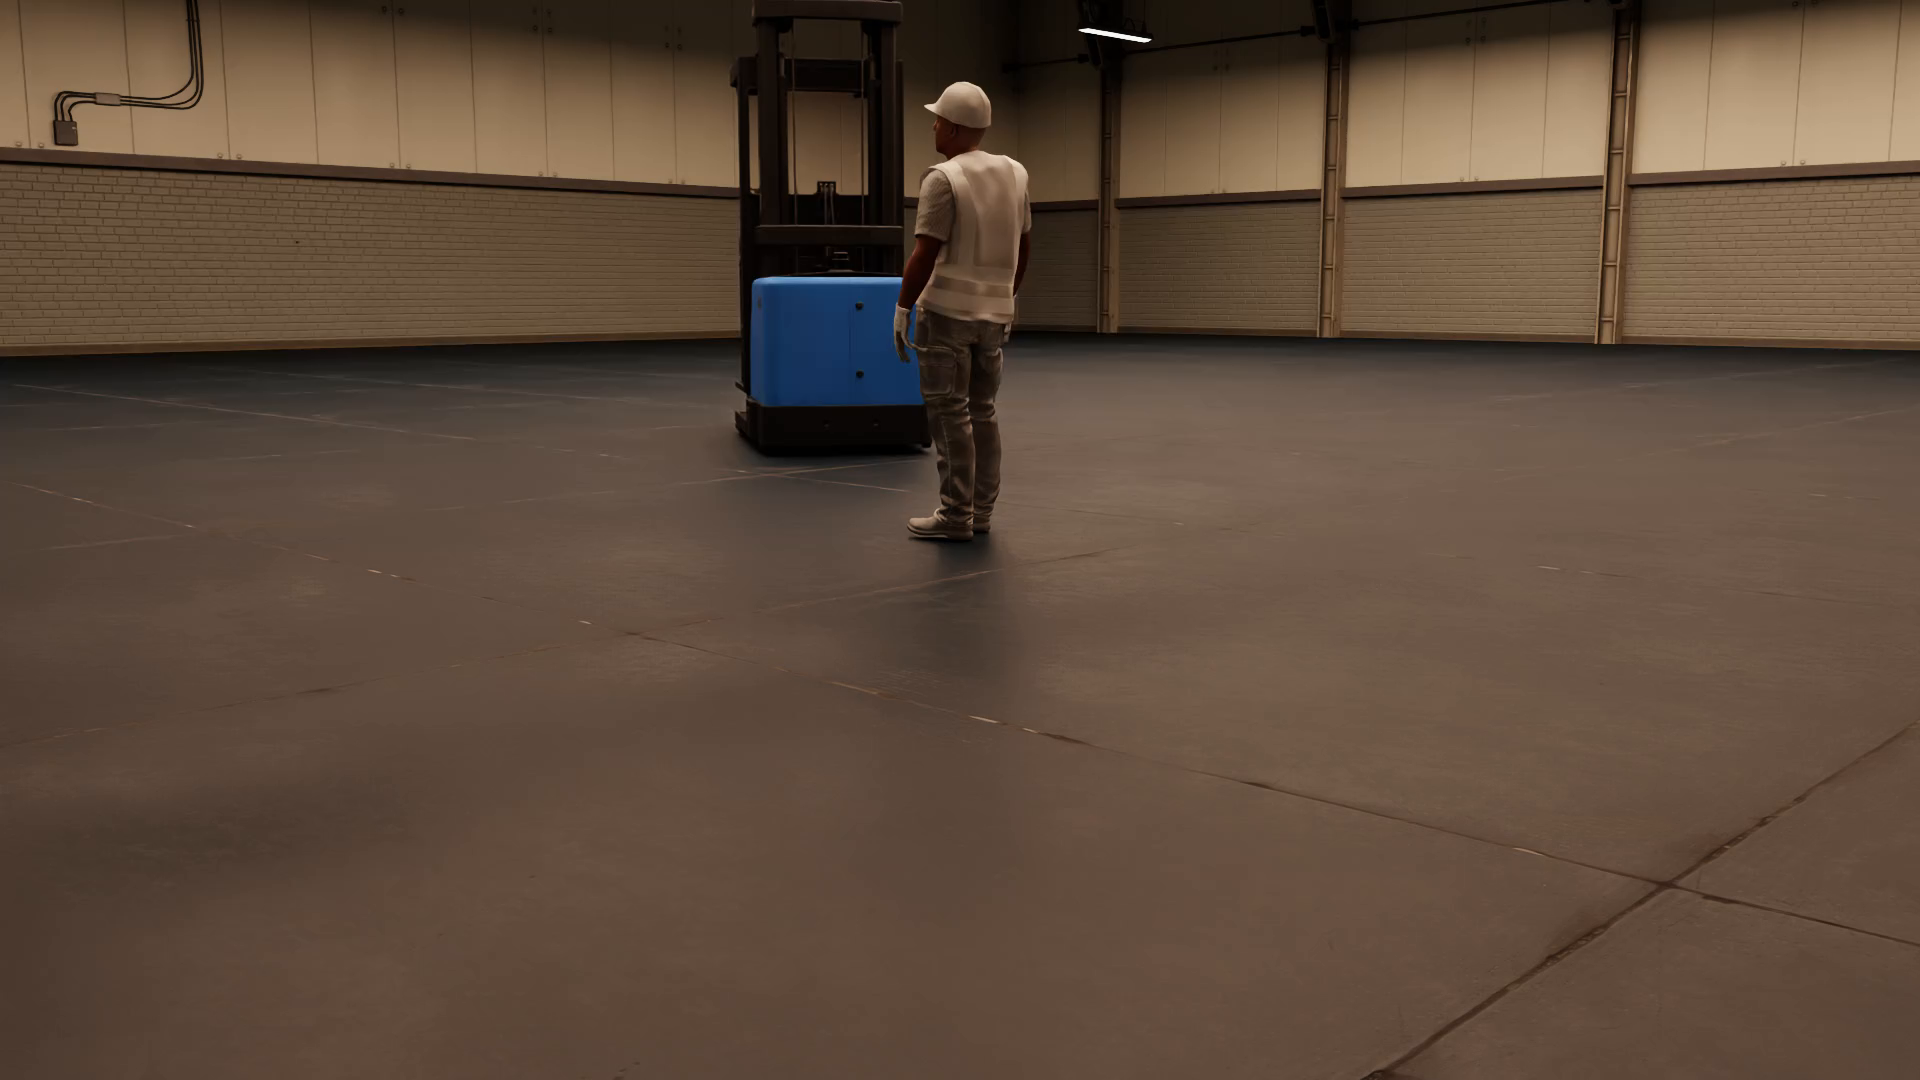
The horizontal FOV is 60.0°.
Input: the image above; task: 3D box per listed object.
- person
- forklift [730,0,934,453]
[{"bbox_3d":[-0.045,-0.897,6.639,0.577,1.782,0.656,8,12,43],"label":"person"},{"bbox_3d":[-0.964,-2.169,11.282,1.130,2.935,3.031,-2,9,-12],"label":"forklift"}]
